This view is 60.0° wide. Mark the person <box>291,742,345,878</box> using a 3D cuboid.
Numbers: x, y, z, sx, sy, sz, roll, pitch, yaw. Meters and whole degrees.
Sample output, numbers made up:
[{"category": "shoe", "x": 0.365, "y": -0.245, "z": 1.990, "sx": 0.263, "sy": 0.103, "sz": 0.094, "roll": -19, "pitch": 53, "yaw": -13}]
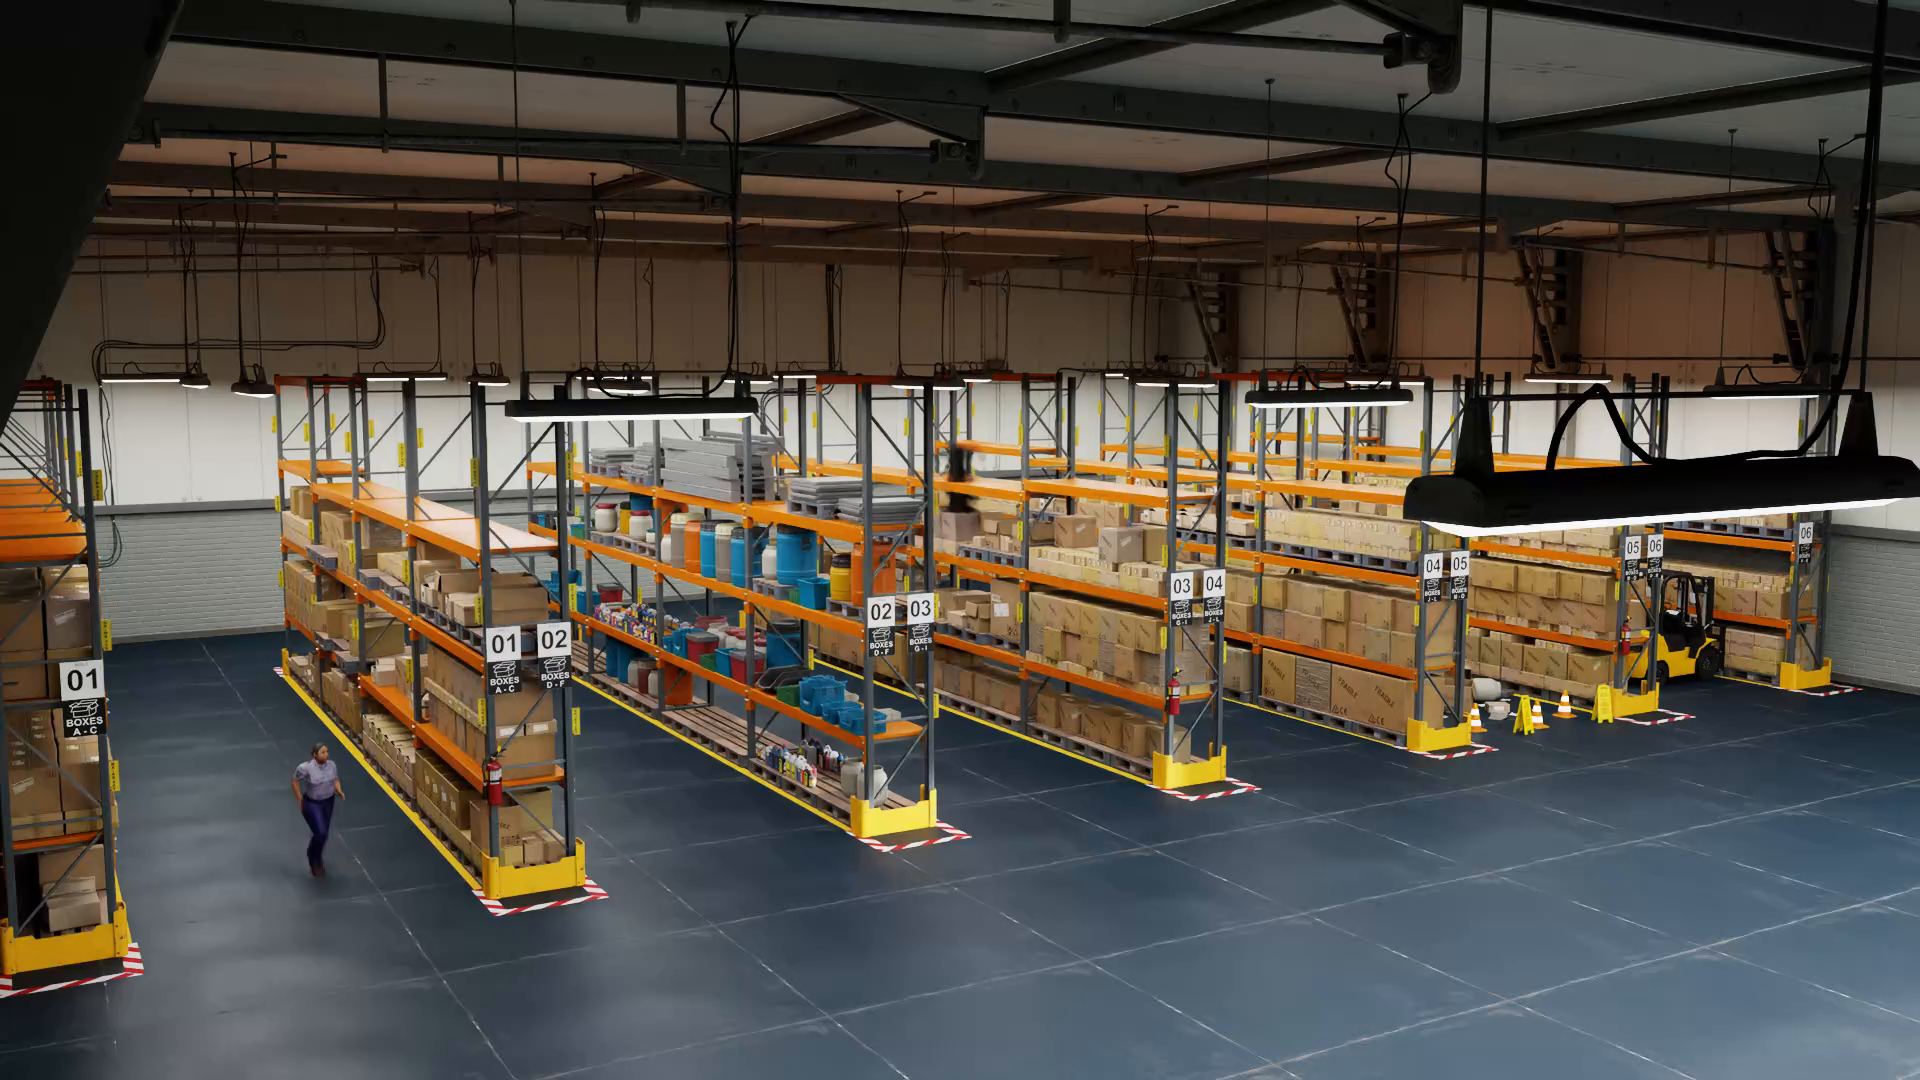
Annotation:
[{"category": "person", "x": -7.899, "y": 3.307, "z": 20.476, "sx": 0.806, "sy": 1.661, "sz": 0.518, "roll": 4, "pitch": 8, "yaw": 35}]

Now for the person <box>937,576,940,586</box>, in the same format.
[{"category": "person", "x": -0.744, "y": 1.299, "z": 38.317, "sx": 0.553, "sy": 1.716, "sz": 0.764, "roll": -3, "pitch": 7, "yaw": -25}]

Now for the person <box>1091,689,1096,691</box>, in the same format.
[{"category": "person", "x": 2.574, "y": 2.018, "z": 31.806, "sx": 0.559, "sy": 1.714, "sz": 0.684, "roll": -5, "pitch": 8, "yaw": -40}]
